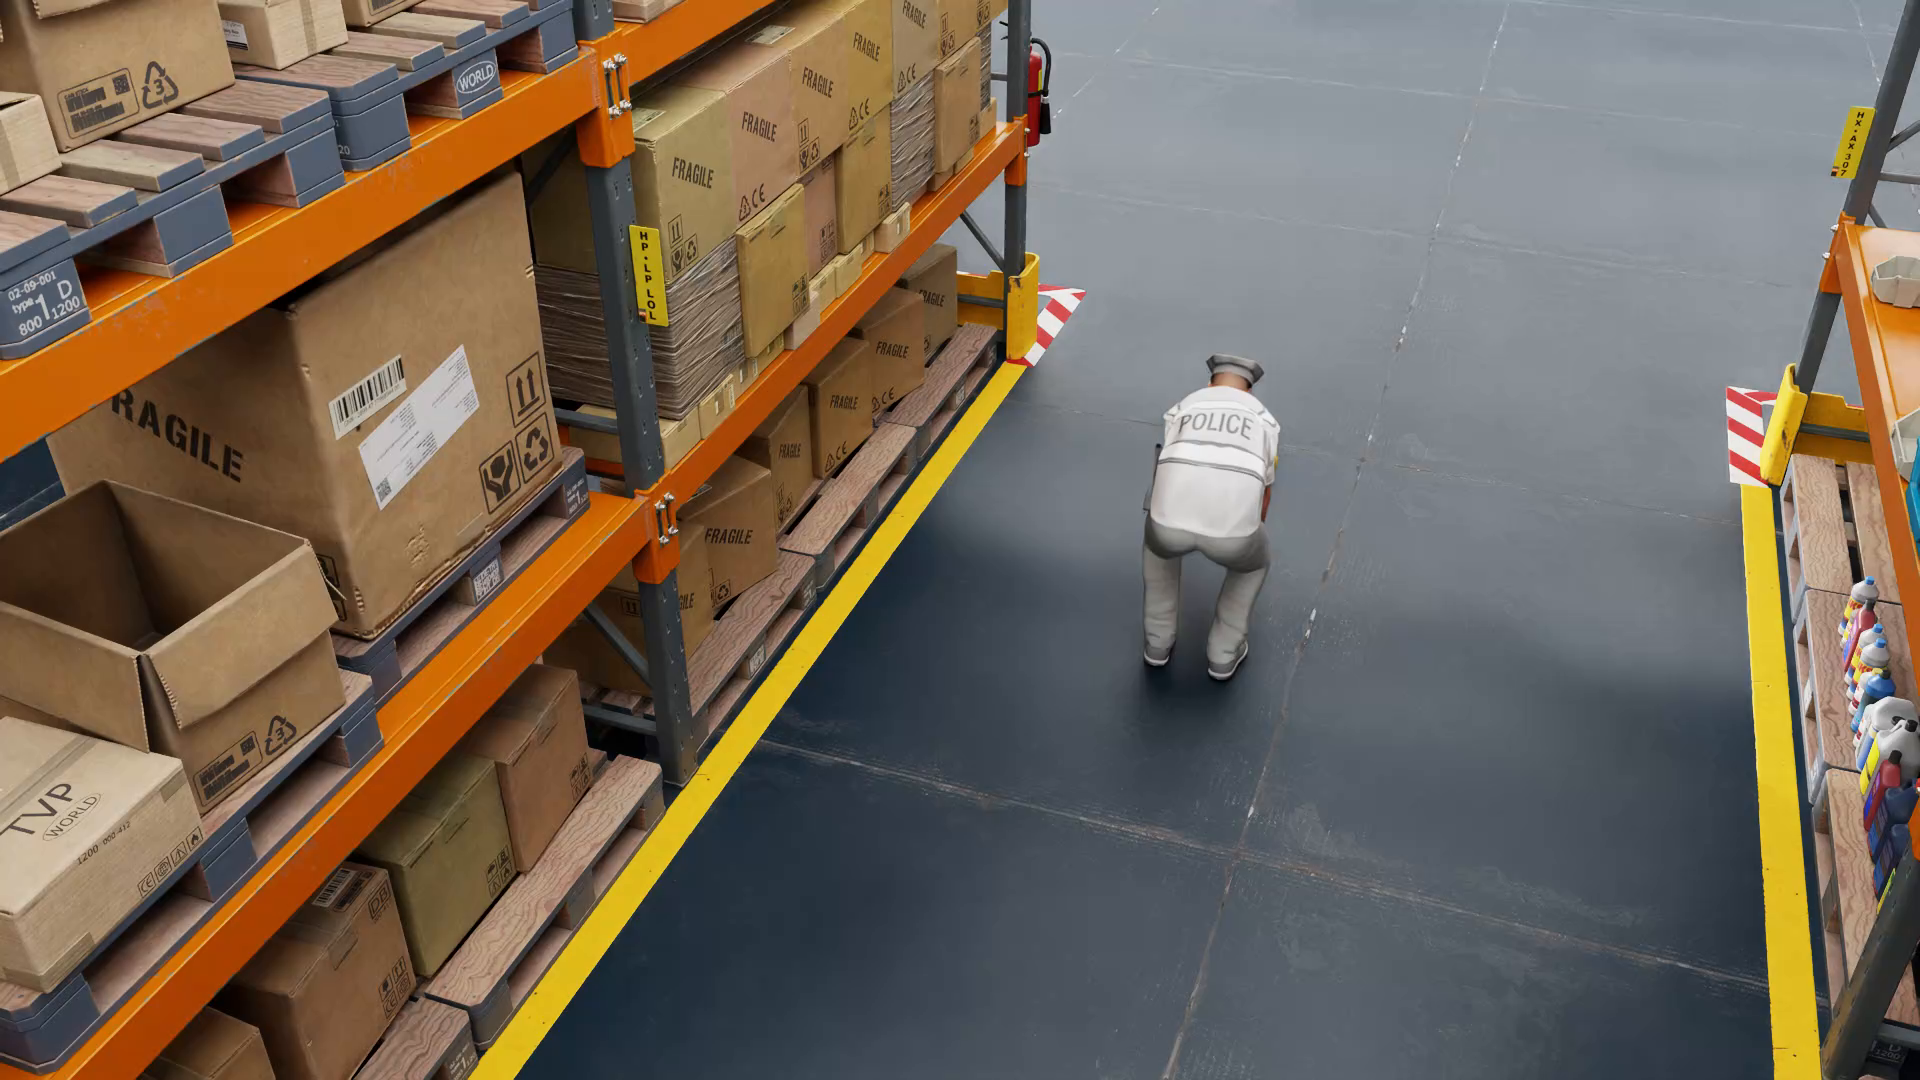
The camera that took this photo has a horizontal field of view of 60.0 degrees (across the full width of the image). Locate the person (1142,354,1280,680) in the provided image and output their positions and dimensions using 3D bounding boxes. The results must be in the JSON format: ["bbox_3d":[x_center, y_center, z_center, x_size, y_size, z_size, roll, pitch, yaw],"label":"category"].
[{"bbox_3d":[1.041,-0.097,6.856,0.530,1.130,1.032,9,34,14],"label":"person"}]
